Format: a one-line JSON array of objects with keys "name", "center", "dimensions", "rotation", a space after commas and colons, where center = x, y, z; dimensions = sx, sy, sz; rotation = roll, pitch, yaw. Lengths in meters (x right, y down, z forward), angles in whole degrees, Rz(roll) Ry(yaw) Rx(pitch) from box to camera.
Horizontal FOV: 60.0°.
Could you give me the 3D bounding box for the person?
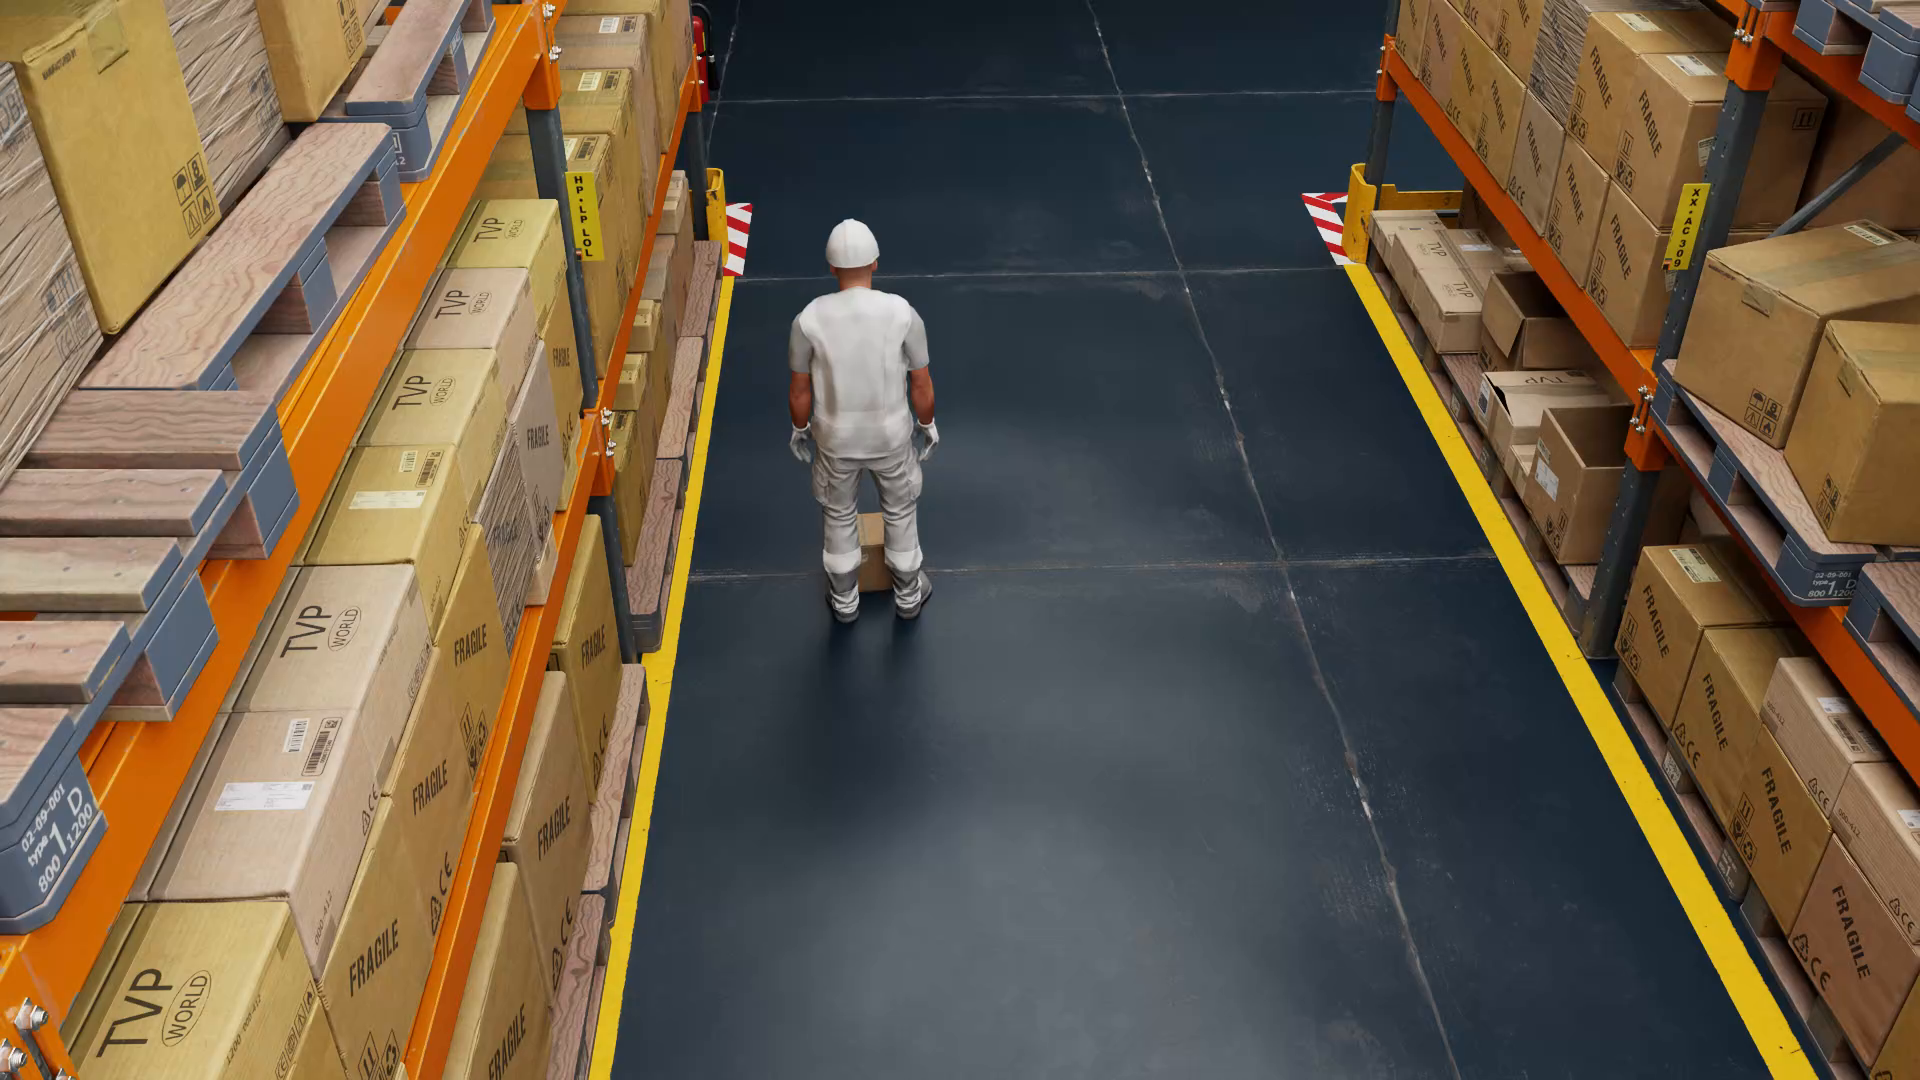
[{"name": "person", "center": [-0.389, -0.440, 6.762], "dimensions": [0.608, 1.779, 0.450], "rotation": [-1, 35, -2]}]
